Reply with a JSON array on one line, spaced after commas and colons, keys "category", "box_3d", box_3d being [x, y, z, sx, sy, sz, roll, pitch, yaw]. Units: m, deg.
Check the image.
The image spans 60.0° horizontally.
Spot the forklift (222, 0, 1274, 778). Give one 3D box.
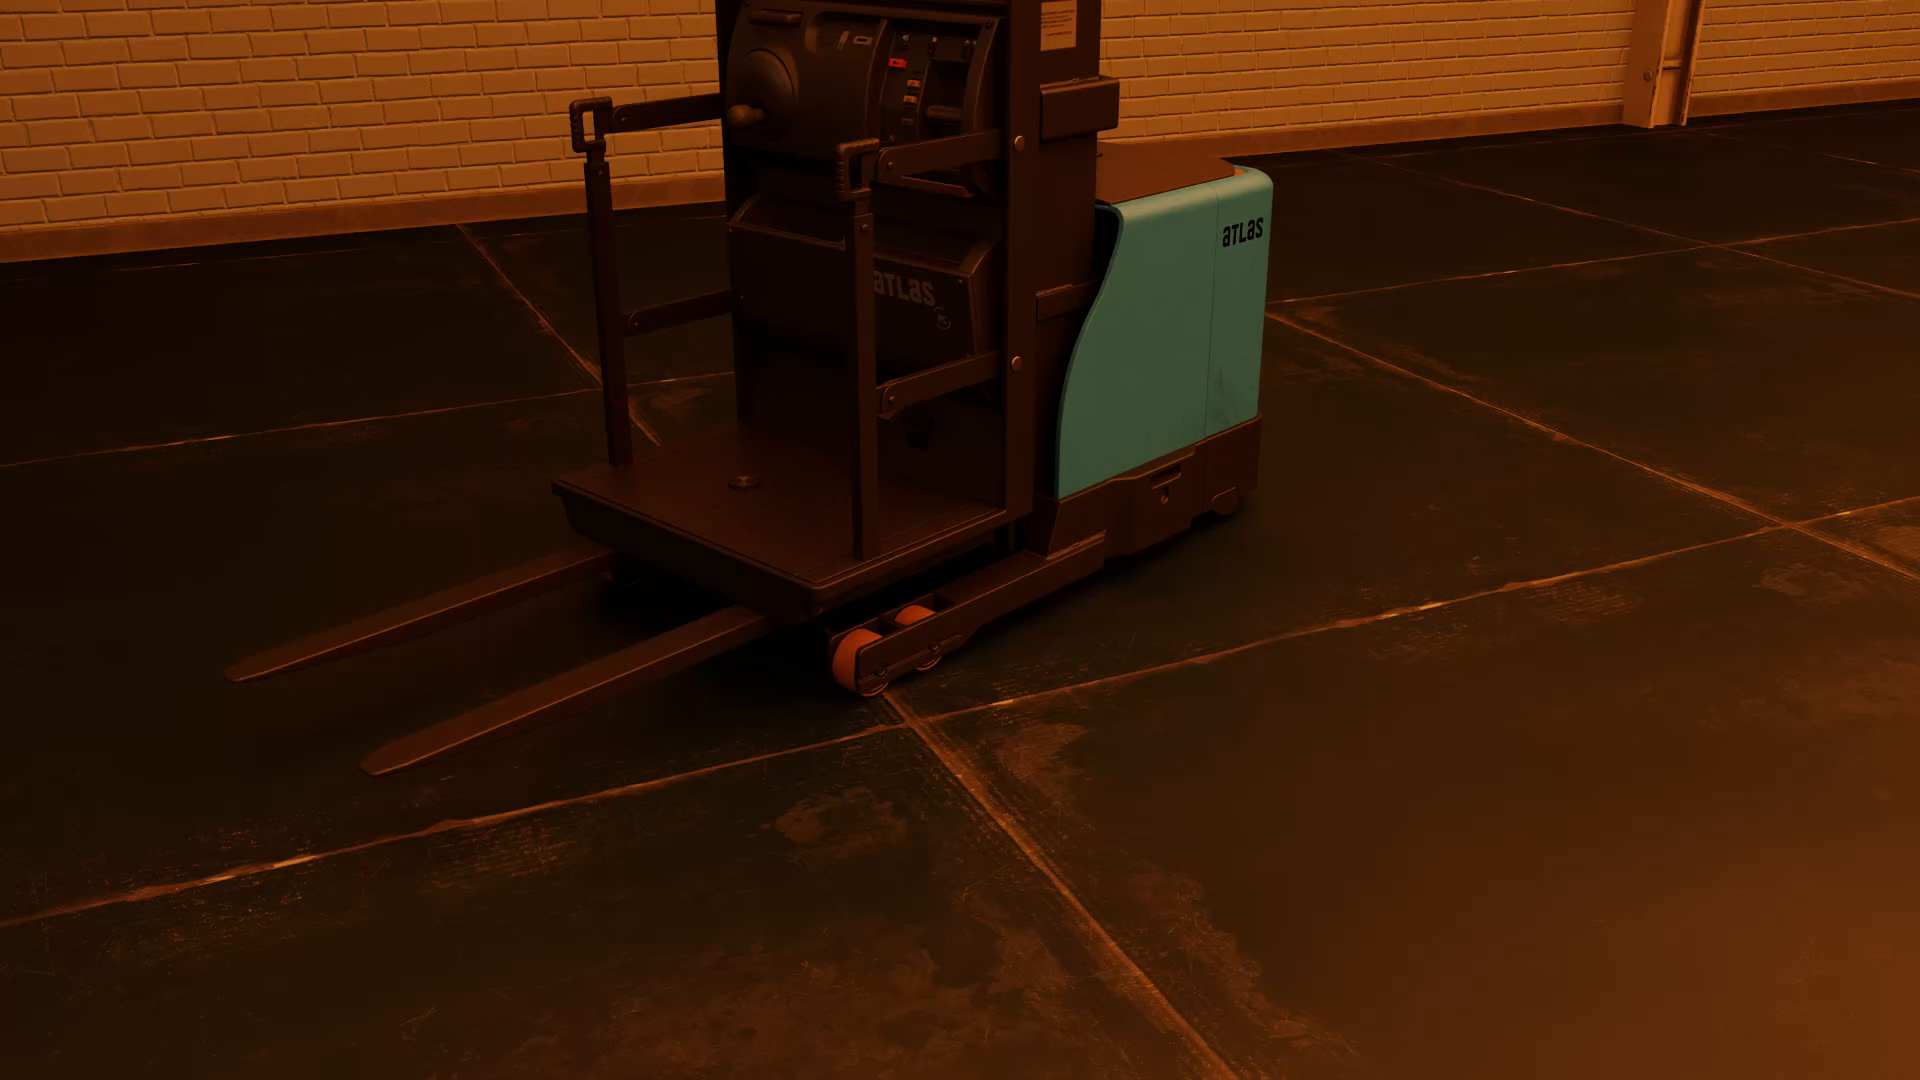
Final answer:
[{"category": "forklift", "box_3d": [-0.413, -1.182, 4.131, 1.130, 2.935, 3.031, 19, 29, 39]}]
